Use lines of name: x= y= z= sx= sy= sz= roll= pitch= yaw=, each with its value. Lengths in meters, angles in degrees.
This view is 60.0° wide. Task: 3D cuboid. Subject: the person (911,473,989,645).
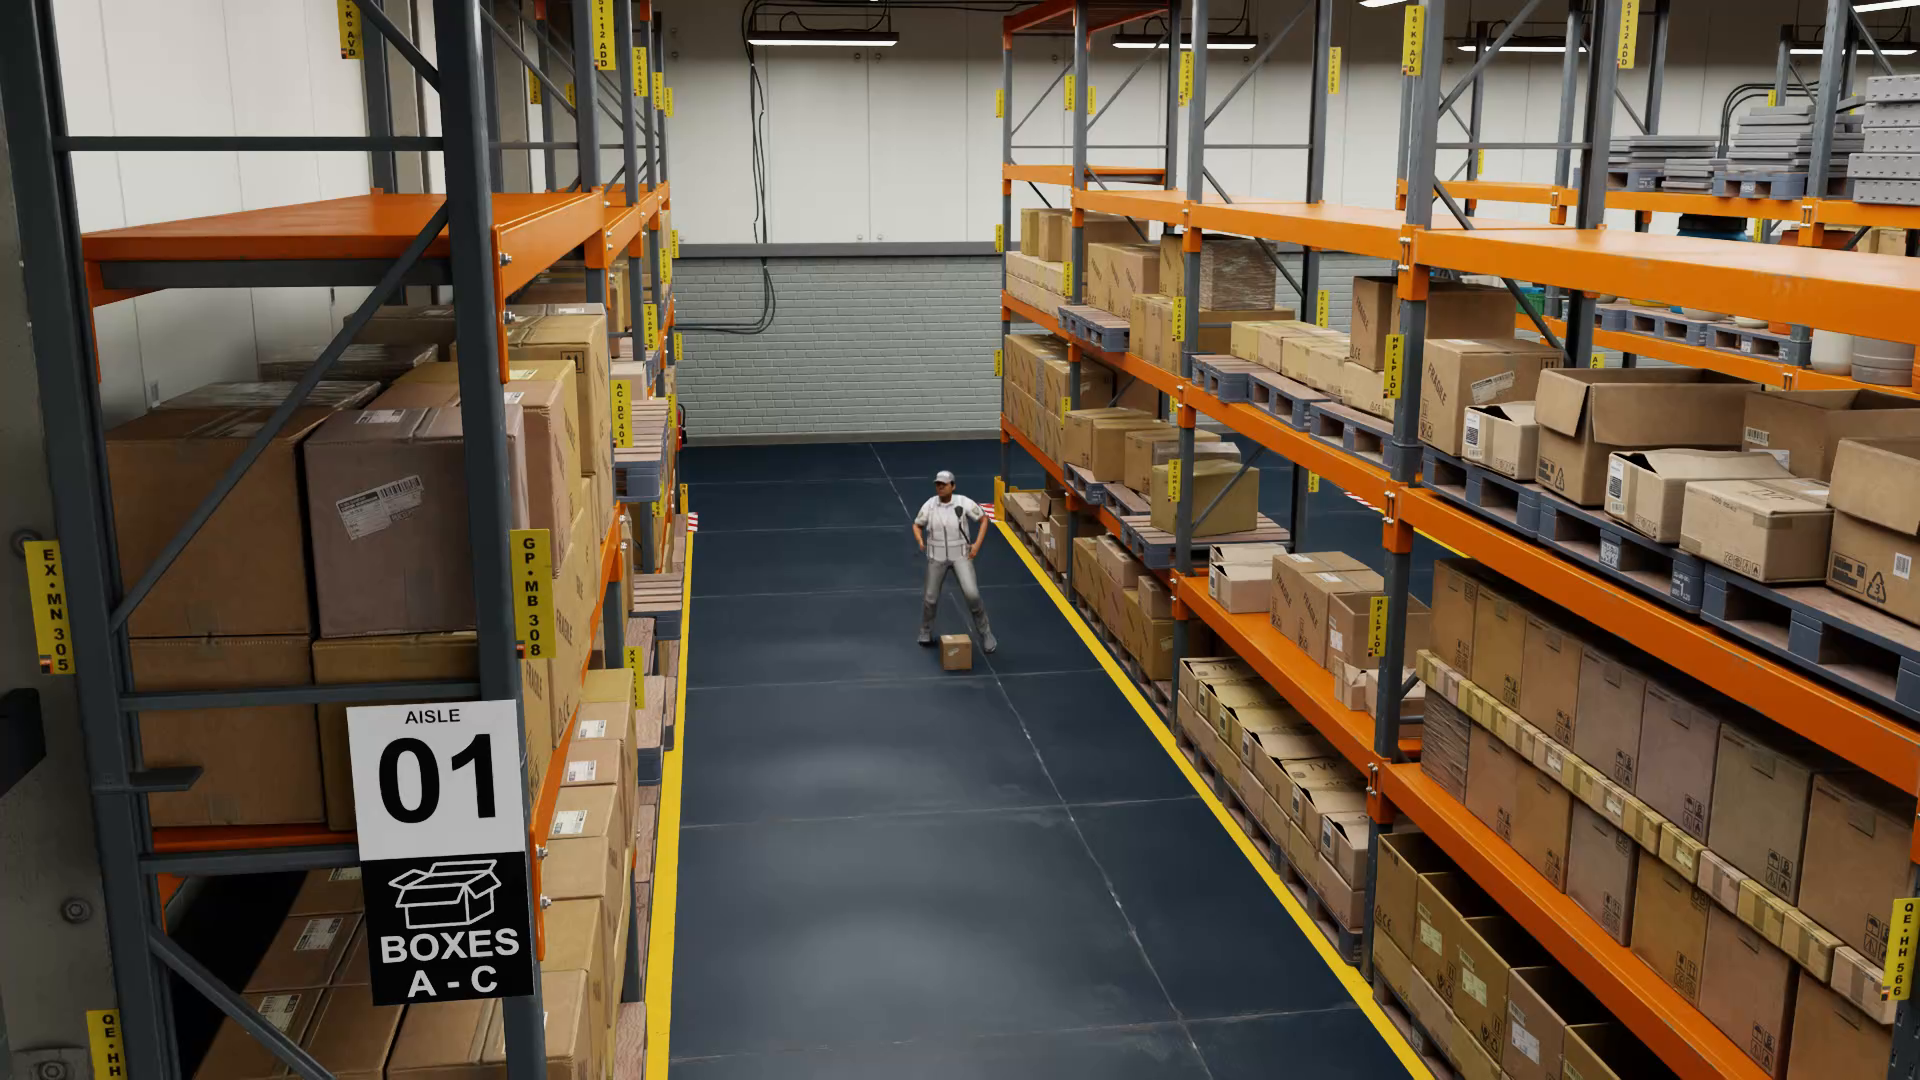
person: x=-0.103 y=0.170 z=15.149 sx=0.719 sy=1.568 sz=0.463 roll=1 pitch=13 yaw=3
